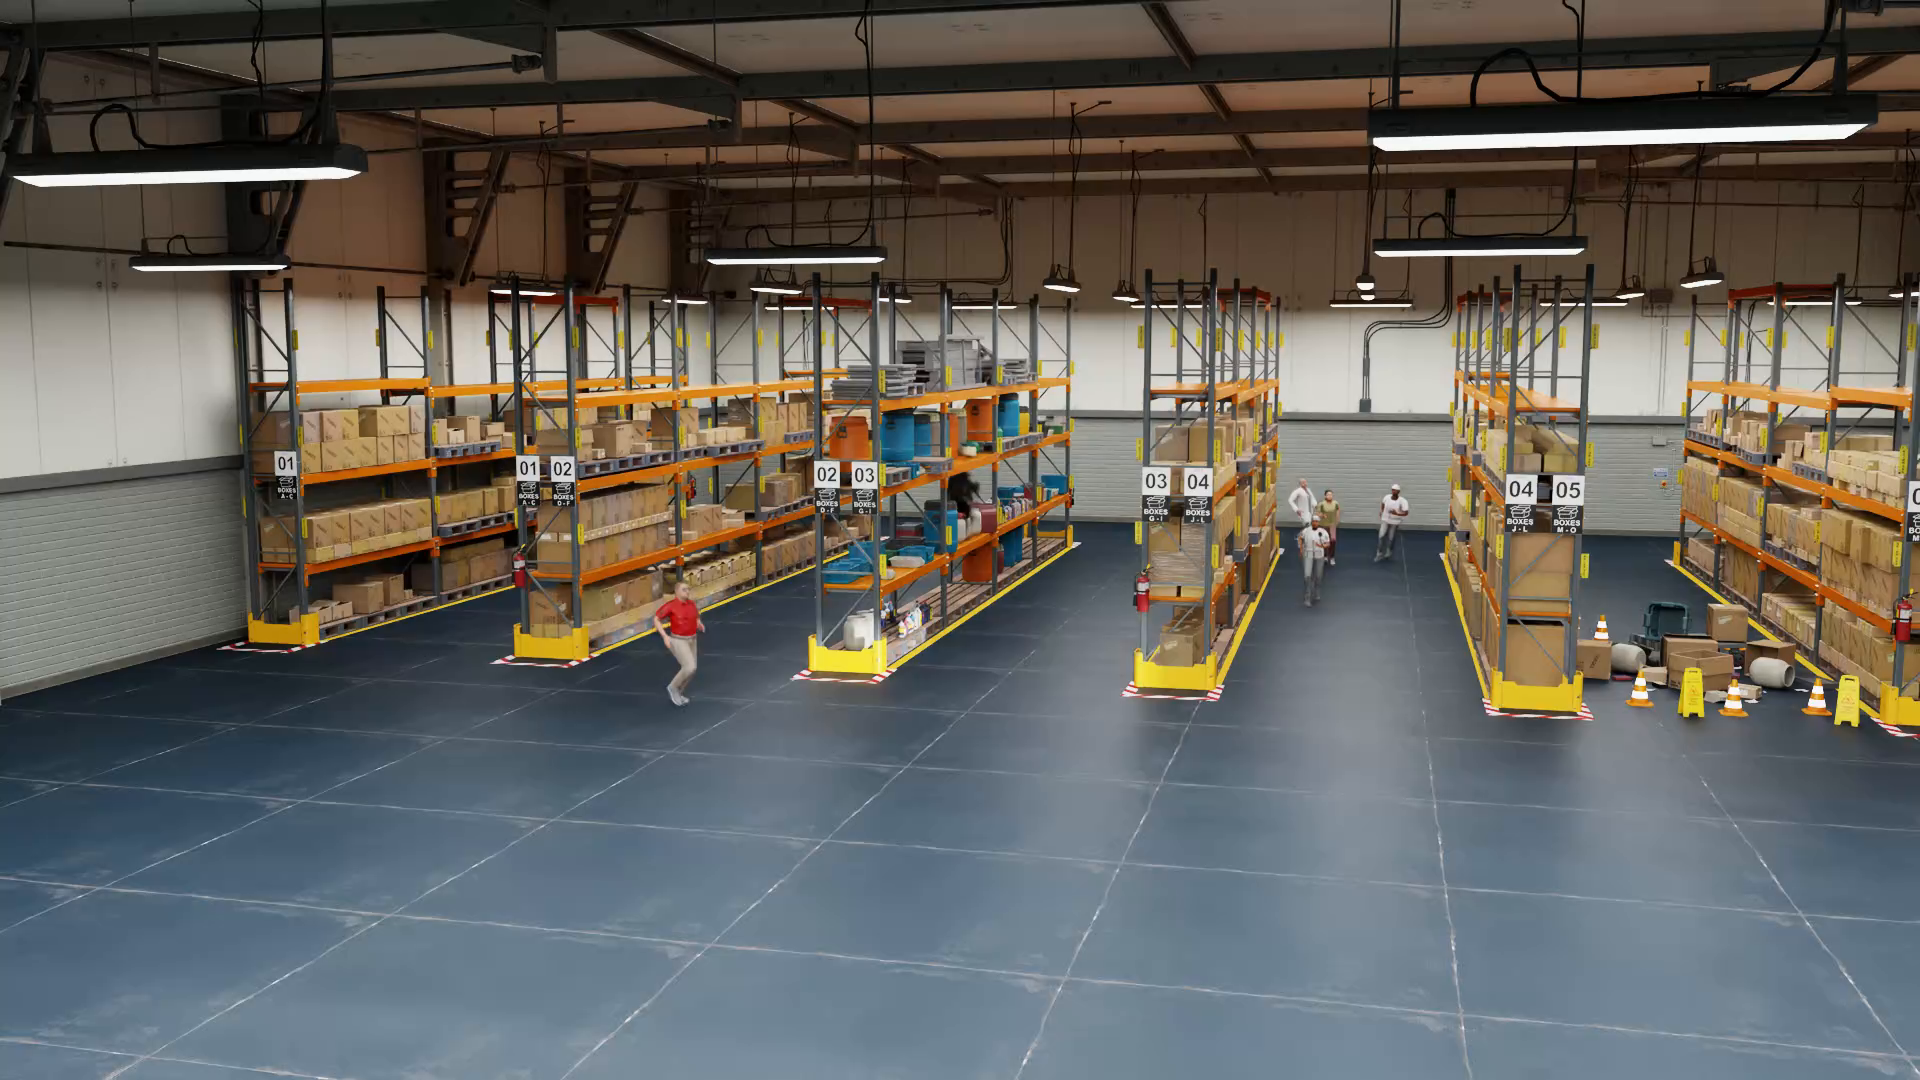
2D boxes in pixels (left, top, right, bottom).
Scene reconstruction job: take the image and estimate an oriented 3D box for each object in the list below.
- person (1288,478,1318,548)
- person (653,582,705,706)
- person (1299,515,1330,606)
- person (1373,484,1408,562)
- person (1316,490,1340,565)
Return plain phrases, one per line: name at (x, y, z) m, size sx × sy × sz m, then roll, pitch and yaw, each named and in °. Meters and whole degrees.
person at (8.261, -0.615, 39.738) m, size 0.791 × 1.727 × 0.598 m, roll -6°, pitch 9°, yaw -41°
person at (-3.766, 1.427, 22.794) m, size 0.659 × 1.698 × 0.647 m, roll 5°, pitch 8°, yaw 33°
person at (6.759, 0.382, 31.756) m, size 0.580 × 1.730 × 0.754 m, roll 1°, pitch 7°, yaw 11°
person at (9.848, -0.378, 37.762) m, size 0.703 × 1.802 × 0.783 m, roll 4°, pitch 8°, yaw 31°
person at (8.265, -0.293, 37.346) m, size 0.528 × 1.697 × 0.754 m, roll 1°, pitch 7°, yaw 12°
